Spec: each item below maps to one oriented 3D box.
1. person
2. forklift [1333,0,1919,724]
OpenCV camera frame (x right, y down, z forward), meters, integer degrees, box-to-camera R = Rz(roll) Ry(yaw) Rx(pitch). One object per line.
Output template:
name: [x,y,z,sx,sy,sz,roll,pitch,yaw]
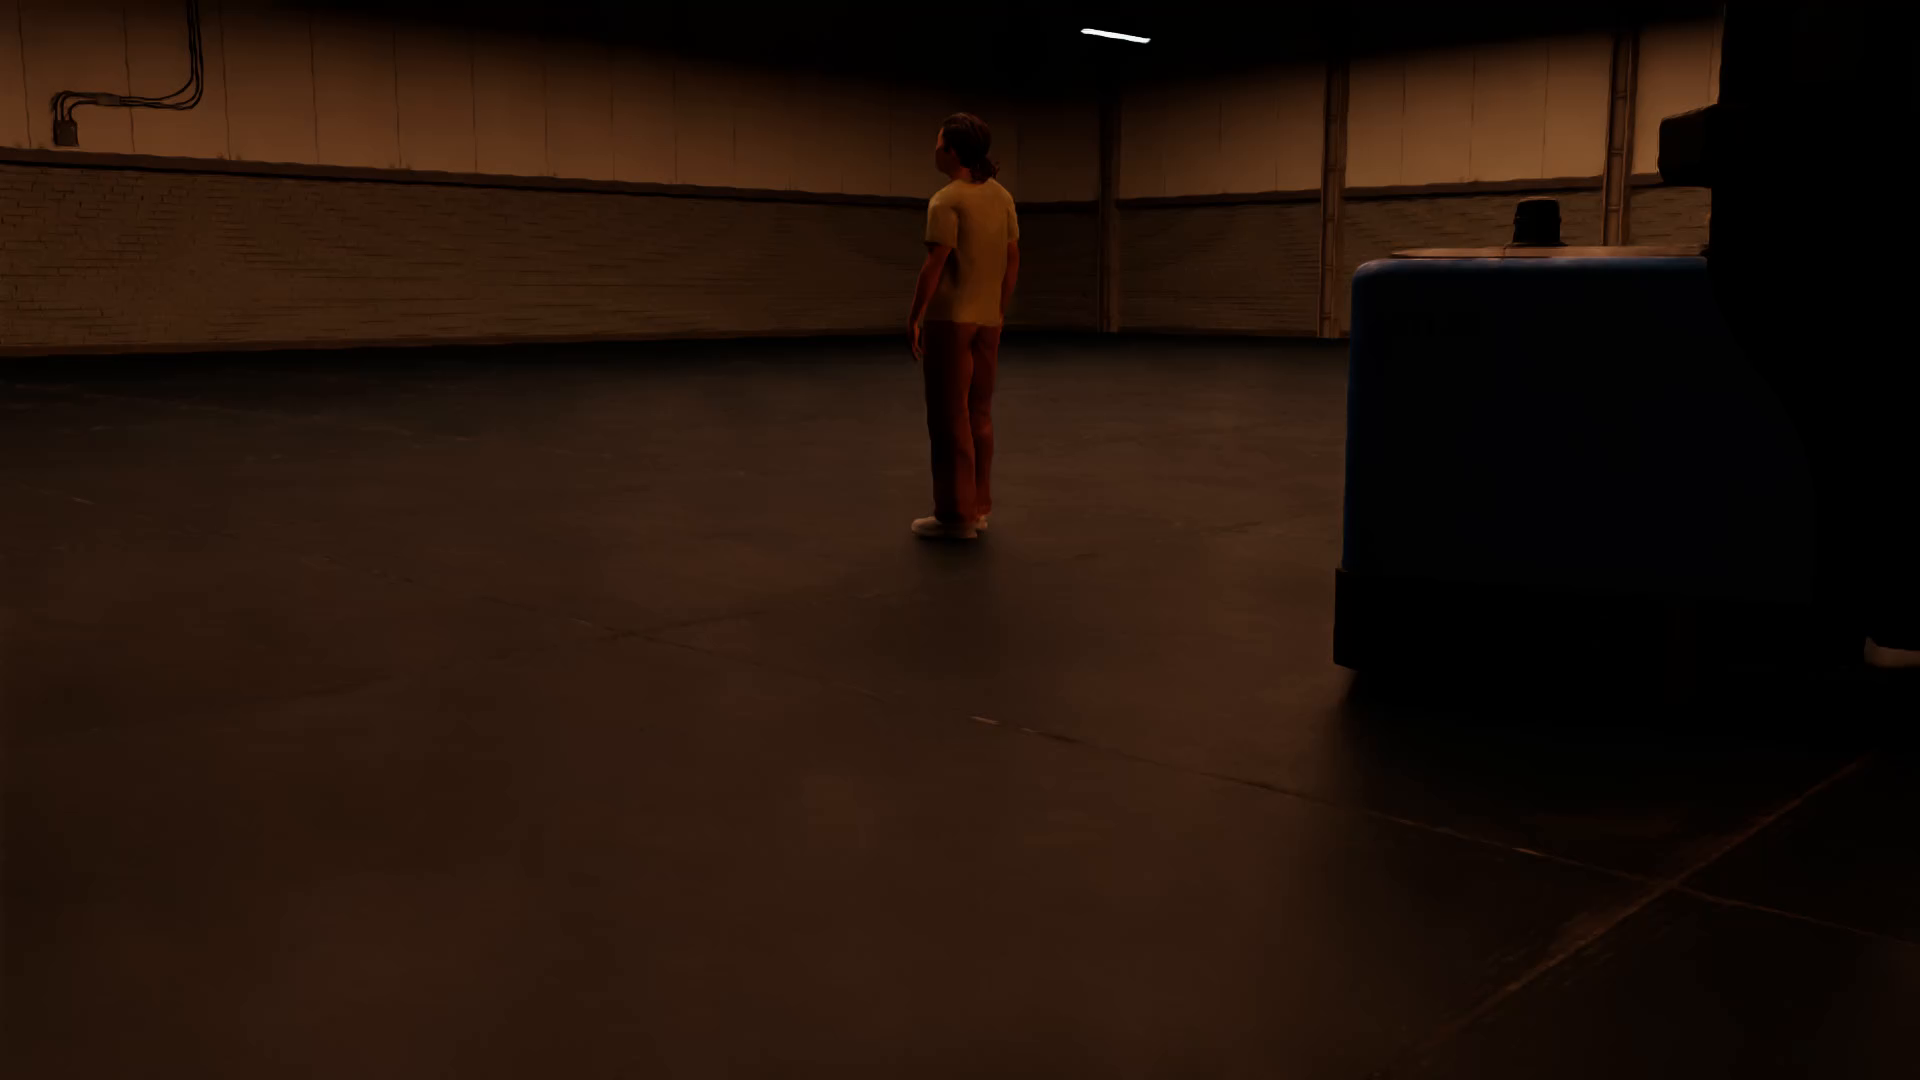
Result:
person: [-0.046,-0.845,6.650,0.548,1.674,0.554,8,12,43]
forklift: [2.506,-1.041,3.789,3.031,2.935,1.130,4,9,24]
